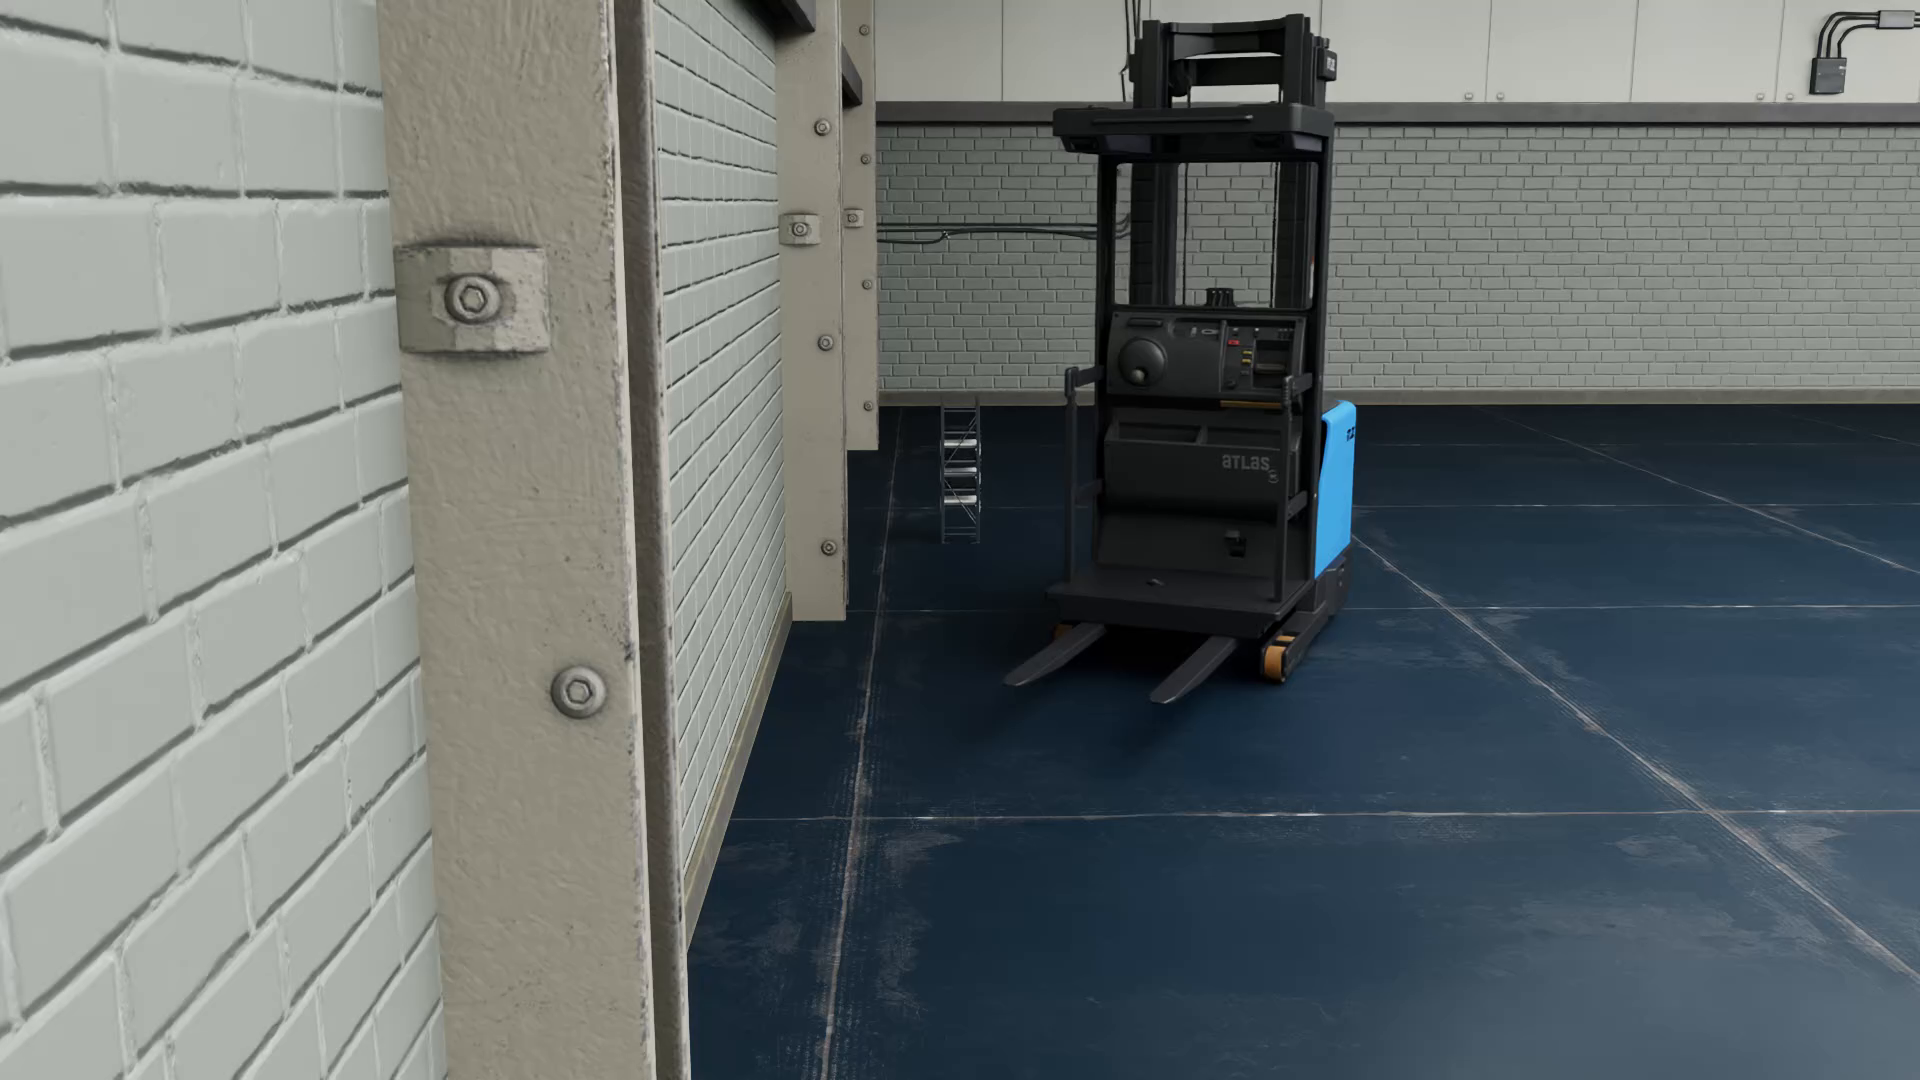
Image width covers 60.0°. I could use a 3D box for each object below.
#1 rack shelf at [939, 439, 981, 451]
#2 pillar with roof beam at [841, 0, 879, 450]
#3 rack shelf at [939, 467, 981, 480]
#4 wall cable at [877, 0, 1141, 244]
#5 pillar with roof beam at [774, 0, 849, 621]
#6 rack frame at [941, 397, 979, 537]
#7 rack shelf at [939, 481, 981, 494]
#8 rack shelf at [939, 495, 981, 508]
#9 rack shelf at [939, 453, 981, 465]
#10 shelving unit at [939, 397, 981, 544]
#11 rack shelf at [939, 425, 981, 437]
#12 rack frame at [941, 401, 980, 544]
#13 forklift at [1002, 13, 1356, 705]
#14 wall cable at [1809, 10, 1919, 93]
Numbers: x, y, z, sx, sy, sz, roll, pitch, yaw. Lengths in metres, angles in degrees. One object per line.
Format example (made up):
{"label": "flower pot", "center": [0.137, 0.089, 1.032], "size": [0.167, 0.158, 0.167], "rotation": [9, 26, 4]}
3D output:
{"label": "rack shelf", "center": [0.000, -0.583, 10.433], "size": [0.258, 0.077, 0.200], "rotation": [0, 11, -1]}
{"label": "pillar with roof beam", "center": [3.434, -5.247, 13.790], "size": [9.100, 9.000, 0.400], "rotation": [0, 11, -1]}
{"label": "rack shelf", "center": [0.000, -0.407, 10.468], "size": [0.258, 0.077, 0.200], "rotation": [0, 11, -1]}
{"label": "wall cable", "center": [0.391, -4.299, 16.925], "size": [3.097, 2.526, 0.112], "rotation": [0, 11, -1]}
{"label": "pillar with roof beam", "center": [3.558, -4.054, 7.911], "size": [9.100, 9.000, 0.400], "rotation": [0, 11, -1]}
{"label": "rack frame", "center": [-0.002, -0.460, 10.561], "size": [0.240, 0.900, 0.006], "rotation": [0, 11, -1]}
{"label": "rack shelf", "center": [0.000, -0.319, 10.486], "size": [0.258, 0.077, 0.200], "rotation": [0, 11, -1]}
{"label": "rack shelf", "center": [0.000, -0.230, 10.504], "size": [0.258, 0.077, 0.200], "rotation": [0, 11, -1]}
{"label": "rack shelf", "center": [0.000, -0.495, 10.450], "size": [0.258, 0.077, 0.200], "rotation": [0, 11, -1]}
{"label": "shelving unit", "center": [0.000, -0.439, 10.462], "size": [0.258, 0.900, 0.210], "rotation": [0, 11, -1]}
{"label": "rack shelf", "center": [0.000, -0.671, 10.415], "size": [0.258, 0.077, 0.200], "rotation": [0, 11, -1]}
{"label": "rack frame", "center": [0.002, -0.419, 10.362], "size": [0.240, 0.900, 0.006], "rotation": [0, 11, -1]}
{"label": "forklift", "center": [1.068, -0.896, 7.606], "size": [1.130, 2.935, 3.031], "rotation": [5, 12, 23]}
{"label": "wall cable", "center": [9.883, -7.523, 16.455], "size": [2.305, 6.003, 0.169], "rotation": [0, 11, -1]}
